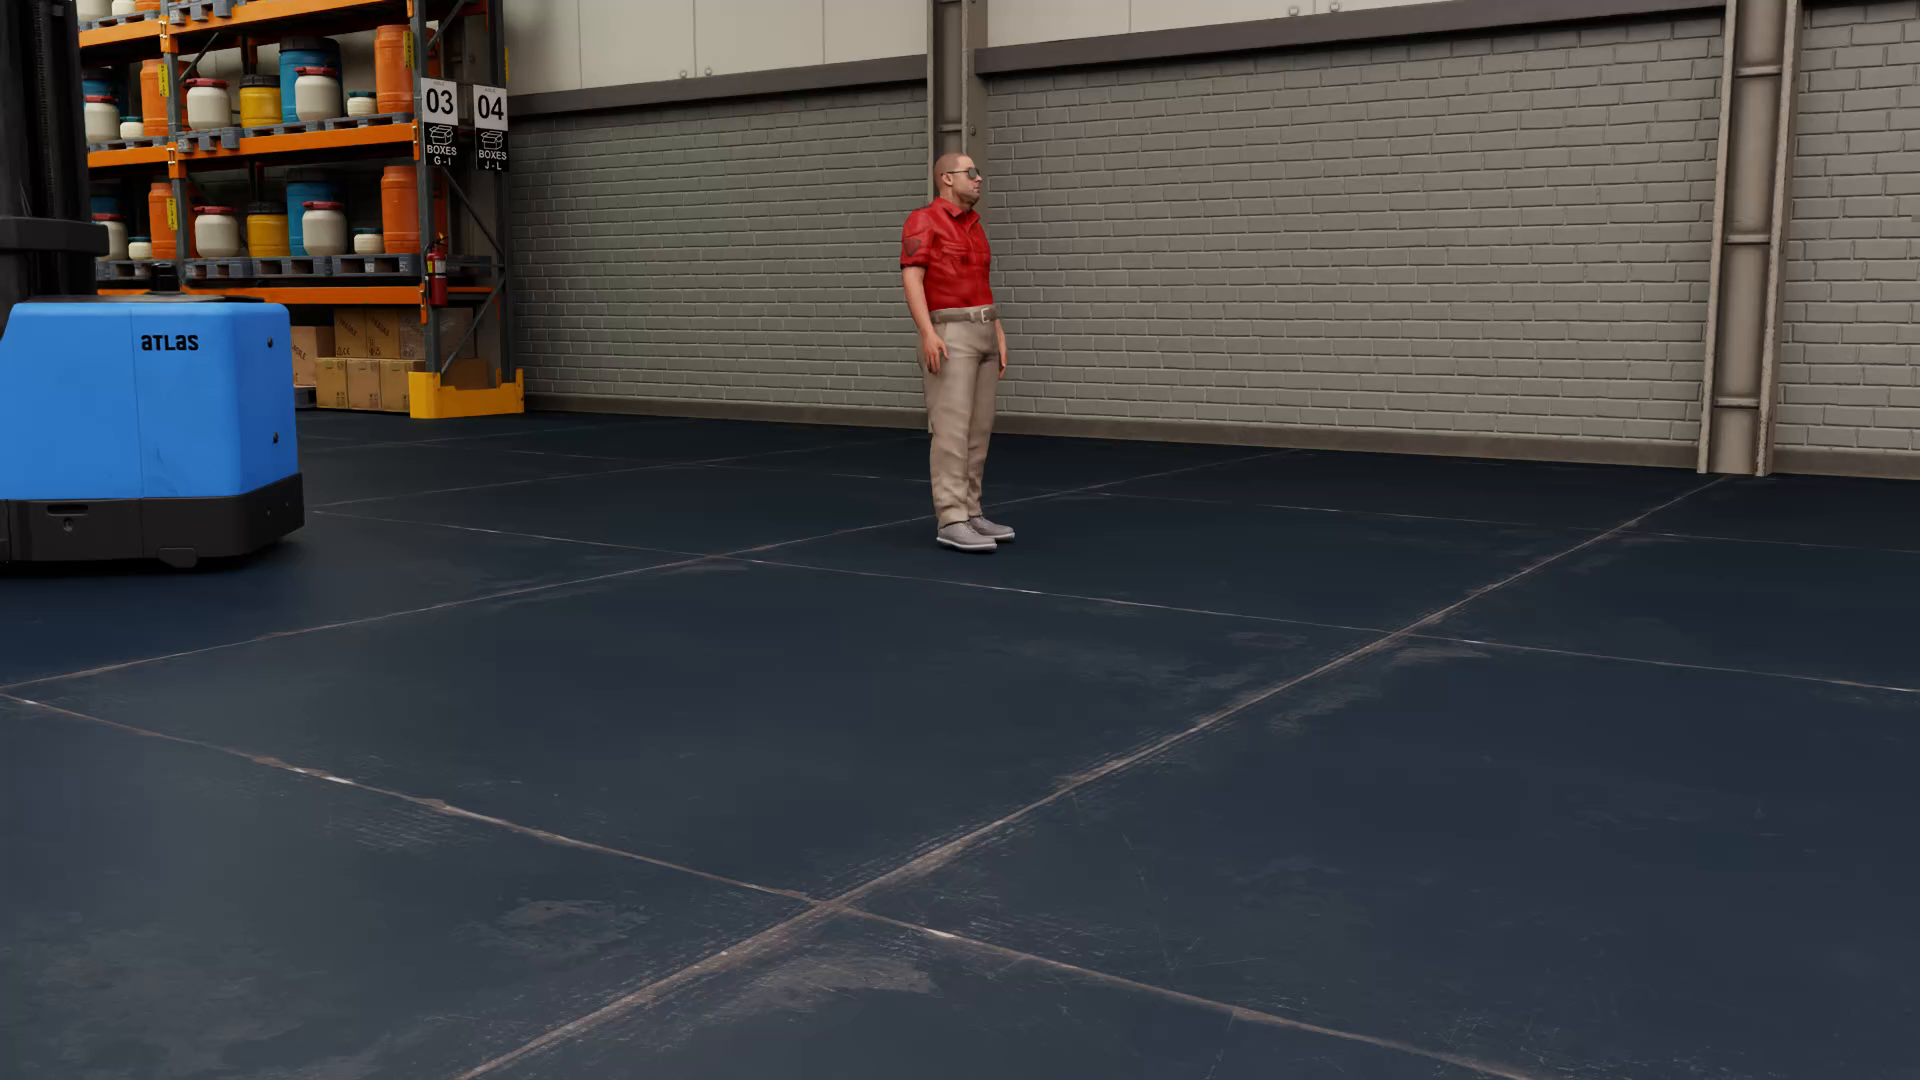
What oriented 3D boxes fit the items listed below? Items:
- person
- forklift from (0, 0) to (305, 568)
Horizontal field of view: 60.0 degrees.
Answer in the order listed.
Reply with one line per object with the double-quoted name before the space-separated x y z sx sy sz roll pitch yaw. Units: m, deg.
"person" 0.068 -0.855 7.422 0.550 1.727 0.641 5 10 34
"forklift" -4.424 -1.358 6.745 3.031 2.935 1.130 -1 8 -8
